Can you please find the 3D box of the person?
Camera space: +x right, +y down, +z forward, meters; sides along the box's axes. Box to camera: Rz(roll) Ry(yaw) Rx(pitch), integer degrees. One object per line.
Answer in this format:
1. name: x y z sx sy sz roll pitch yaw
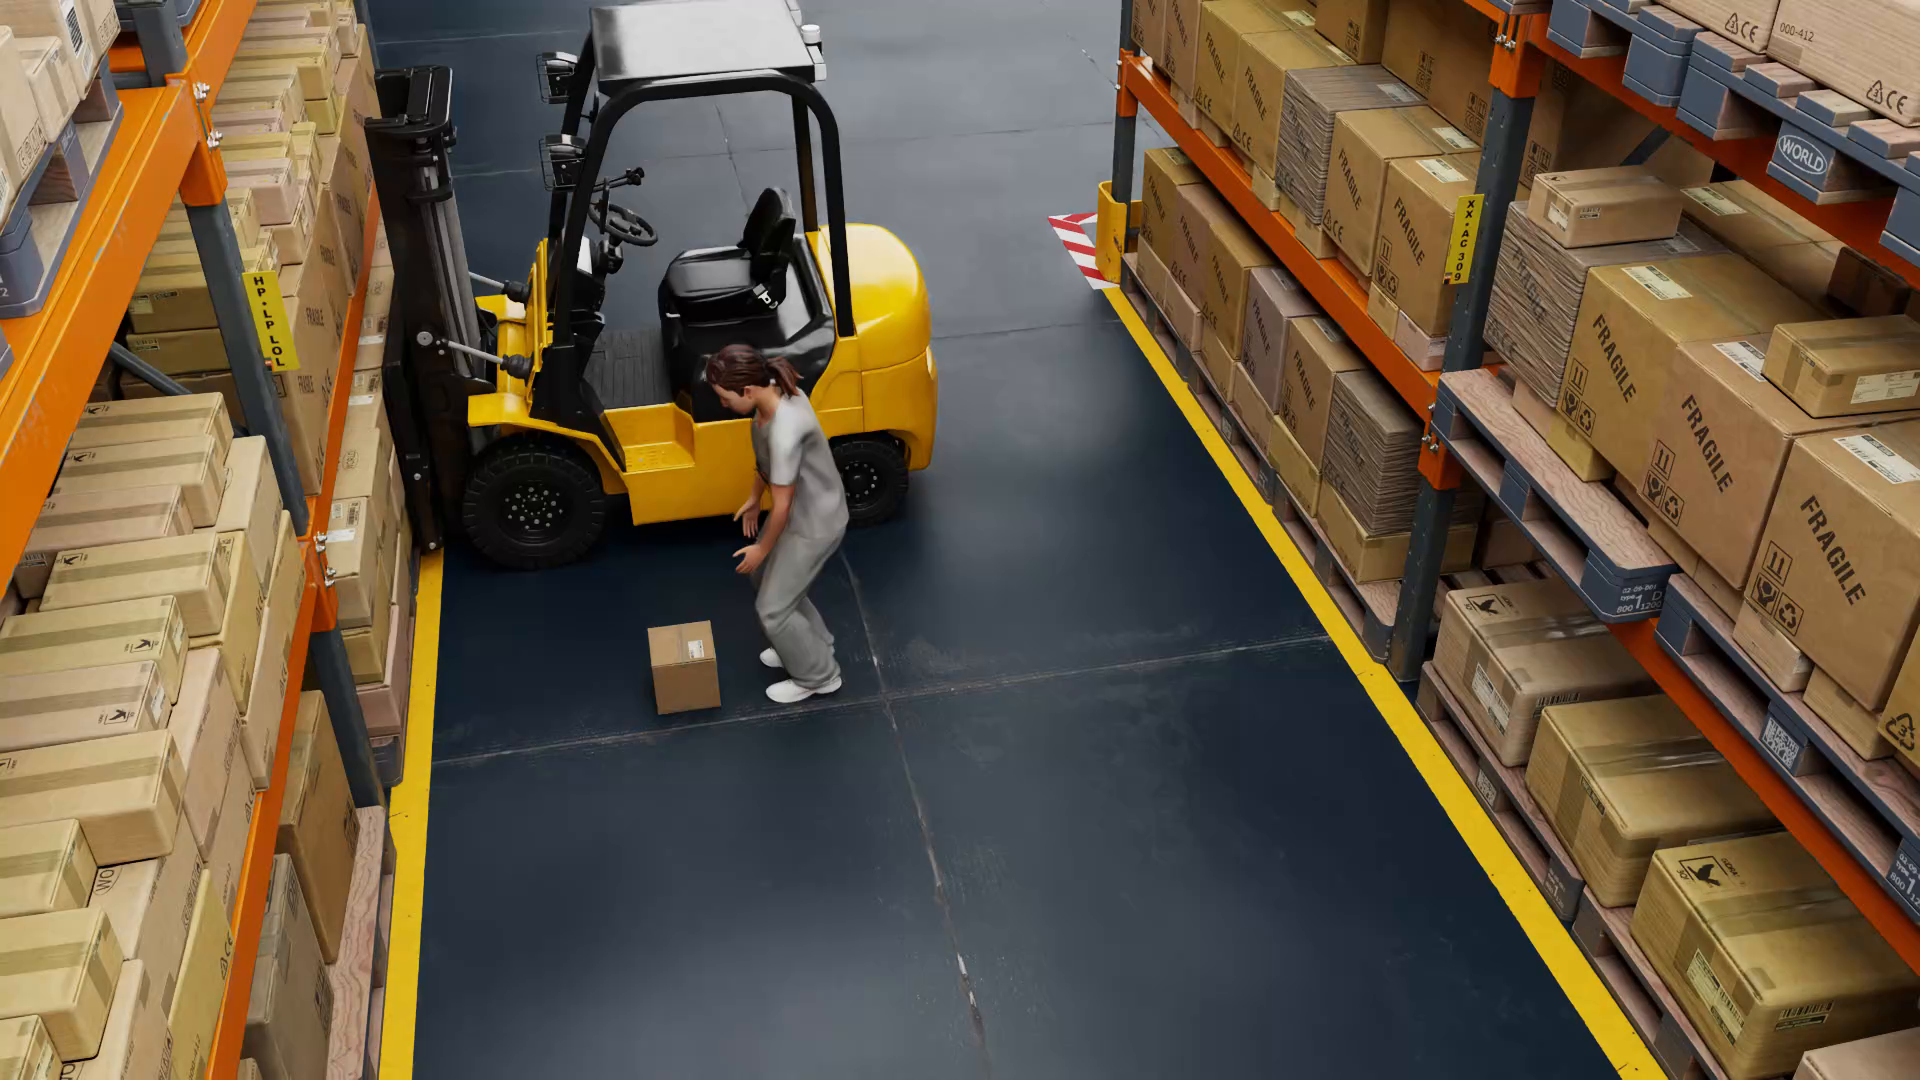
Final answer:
1. person: -0.667 -0.064 6.352 0.489 1.556 0.478 -7 35 -10
